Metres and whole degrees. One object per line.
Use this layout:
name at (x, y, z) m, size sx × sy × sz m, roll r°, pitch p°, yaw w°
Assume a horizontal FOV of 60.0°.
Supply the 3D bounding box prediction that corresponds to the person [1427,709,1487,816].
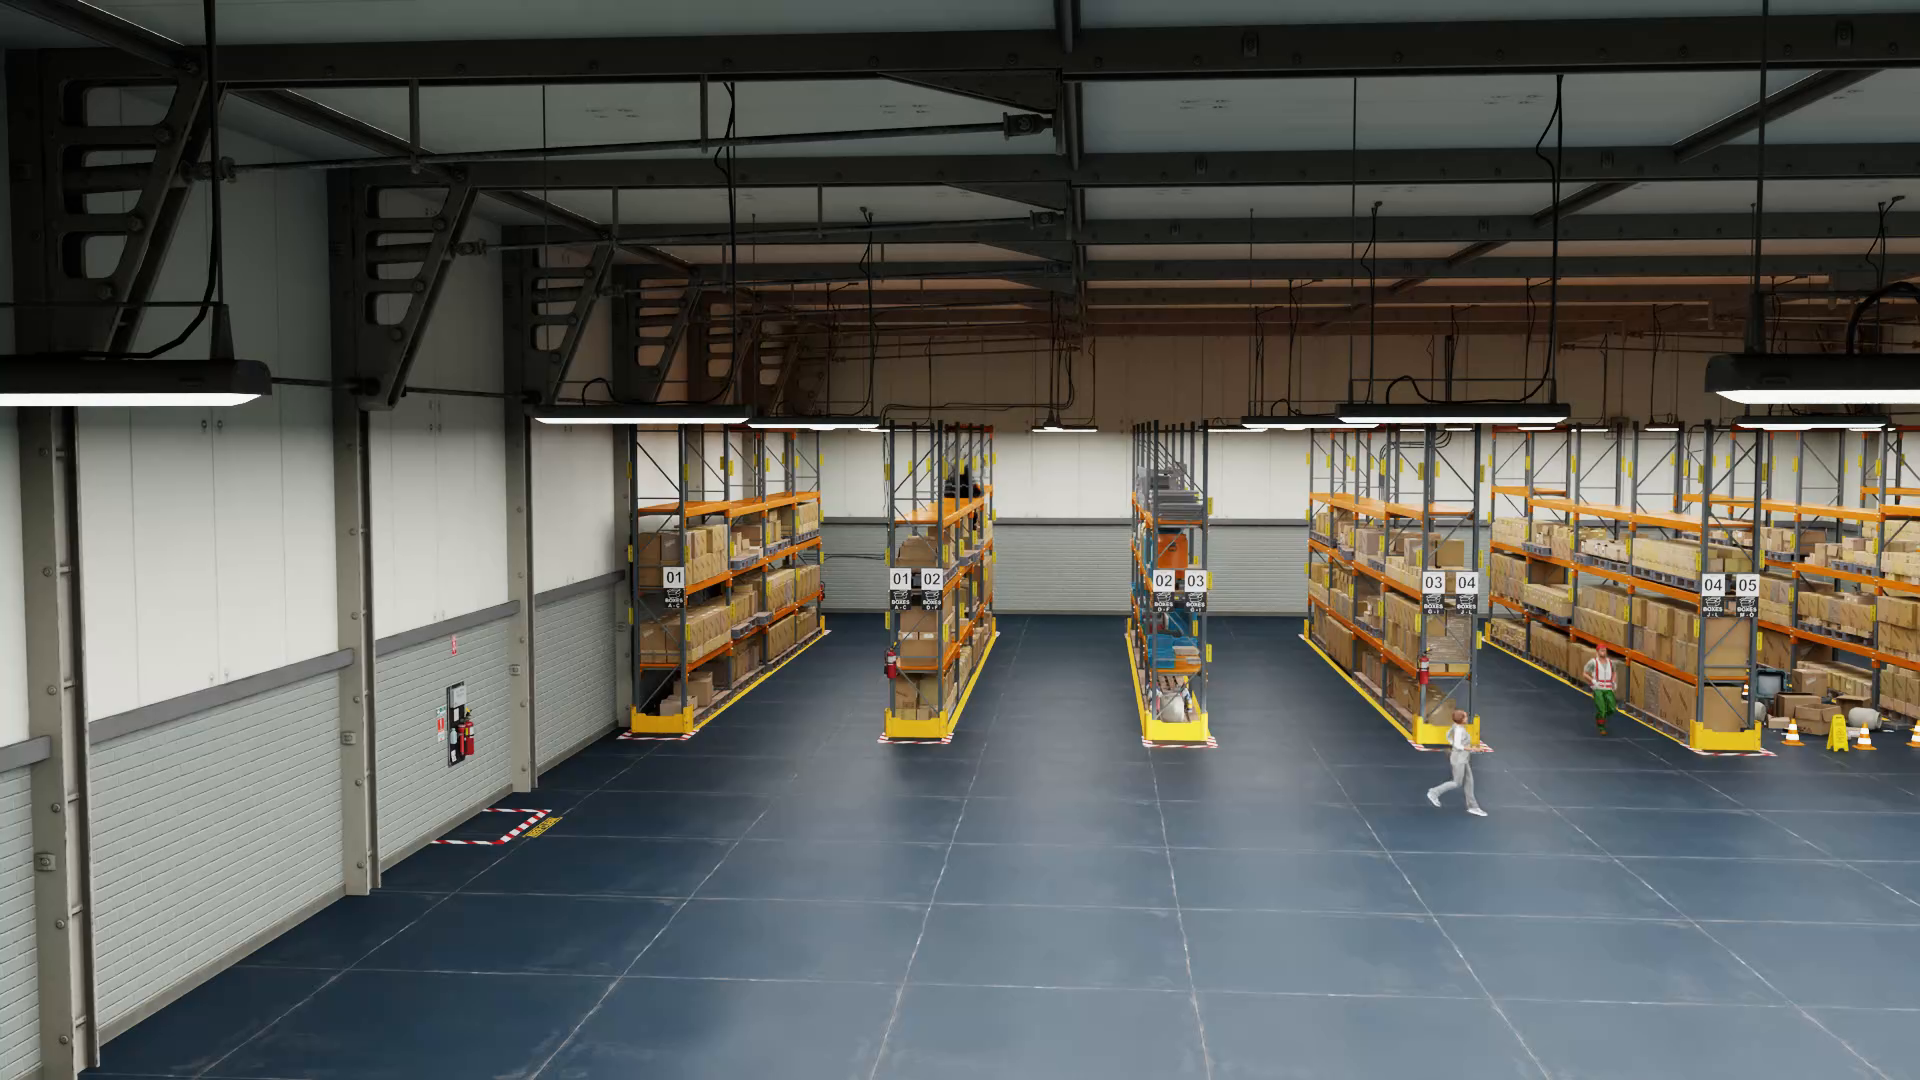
person at (7.478, 3.334, 24.977) m, size 0.872 × 1.593 × 0.540 m, roll 1°, pitch 4°, yaw 20°

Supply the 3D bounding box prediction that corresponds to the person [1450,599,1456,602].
person at (13.541, 1.904, 46.494) m, size 0.744 × 1.781 × 0.629 m, roll 2°, pitch 4°, yaw 34°

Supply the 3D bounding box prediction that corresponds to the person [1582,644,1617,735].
person at (12.230, 2.845, 31.728) m, size 0.678 × 1.744 × 0.593 m, roll 0°, pitch 4°, yaw -4°
